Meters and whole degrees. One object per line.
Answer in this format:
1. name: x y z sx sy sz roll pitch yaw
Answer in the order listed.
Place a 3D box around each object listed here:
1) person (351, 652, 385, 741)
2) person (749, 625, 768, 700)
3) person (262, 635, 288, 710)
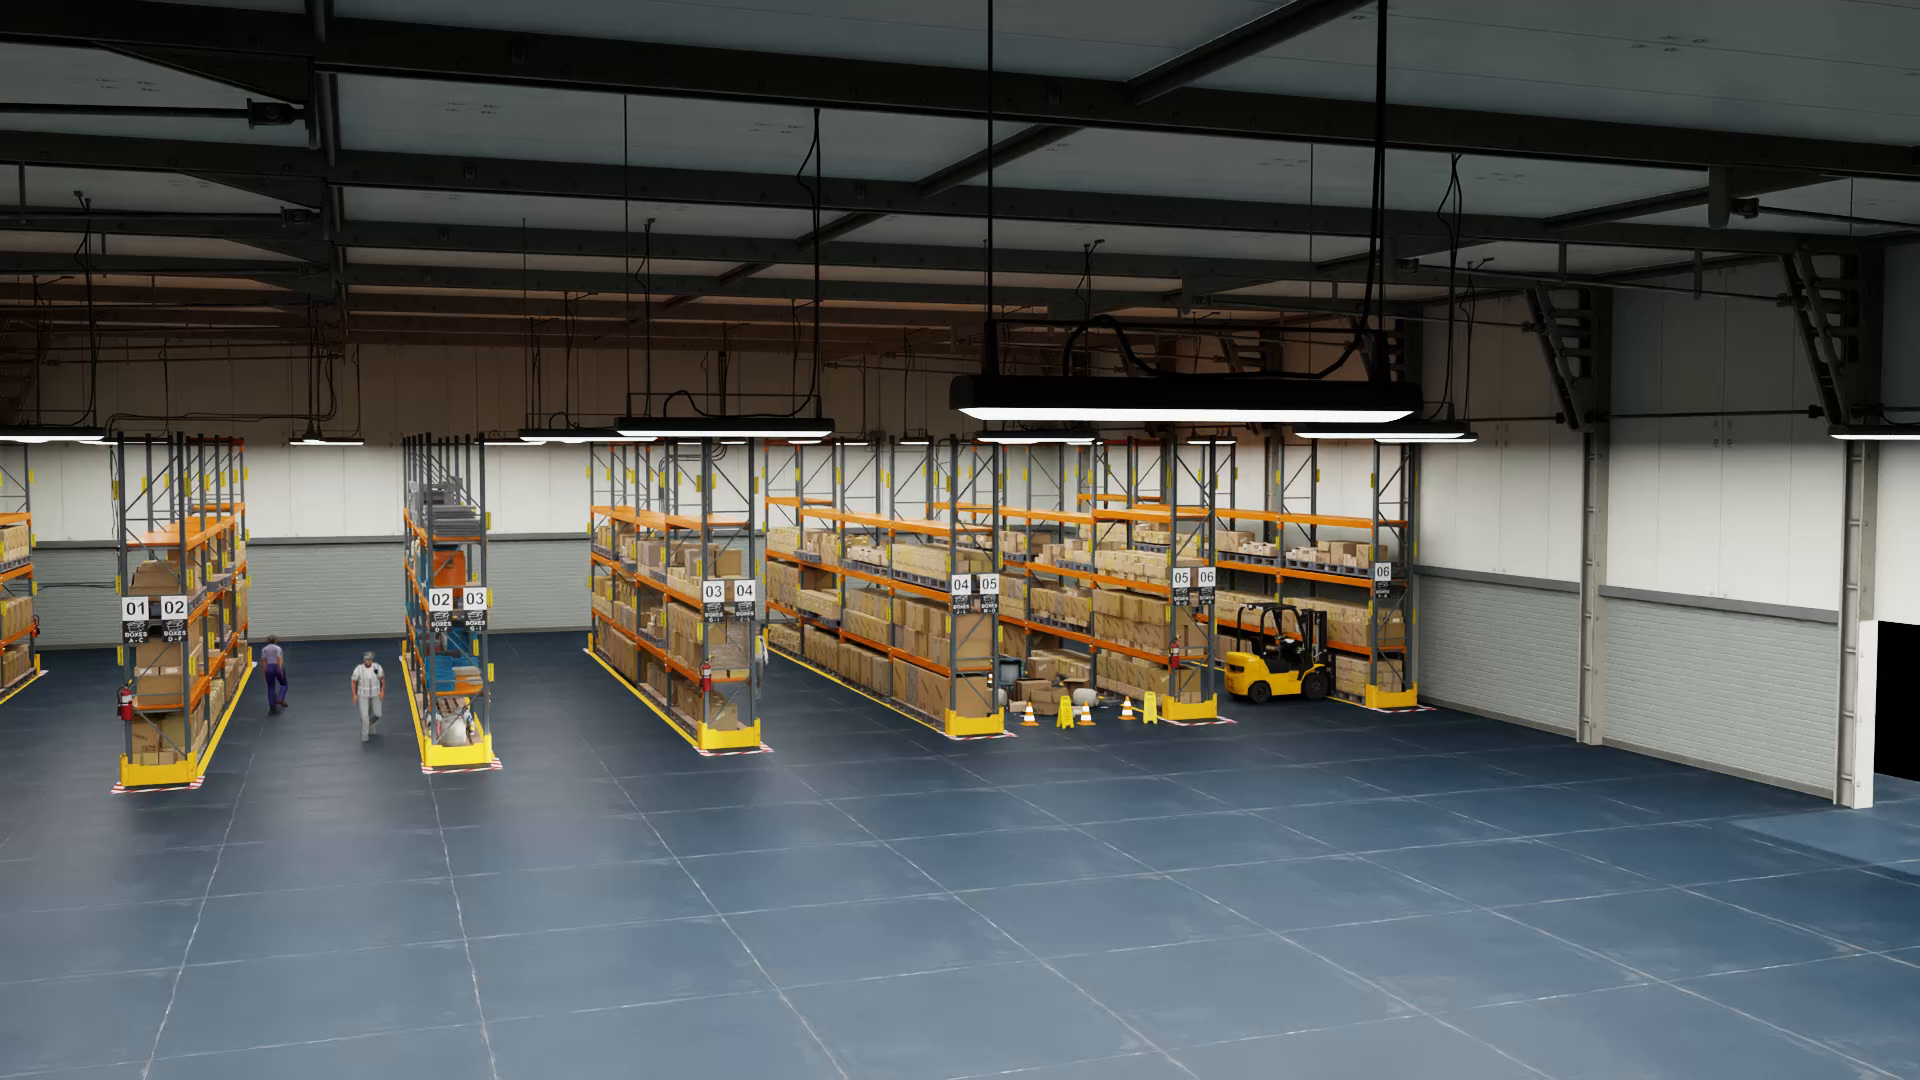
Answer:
1. person: -11.668 3.049 32.763 0.626 1.739 0.637 -2 4 -28
2. person: -4.627 2.791 38.182 0.516 1.670 0.718 -2 4 -30
3. person: -14.944 2.889 36.254 0.546 1.637 0.462 -1 3 -11
